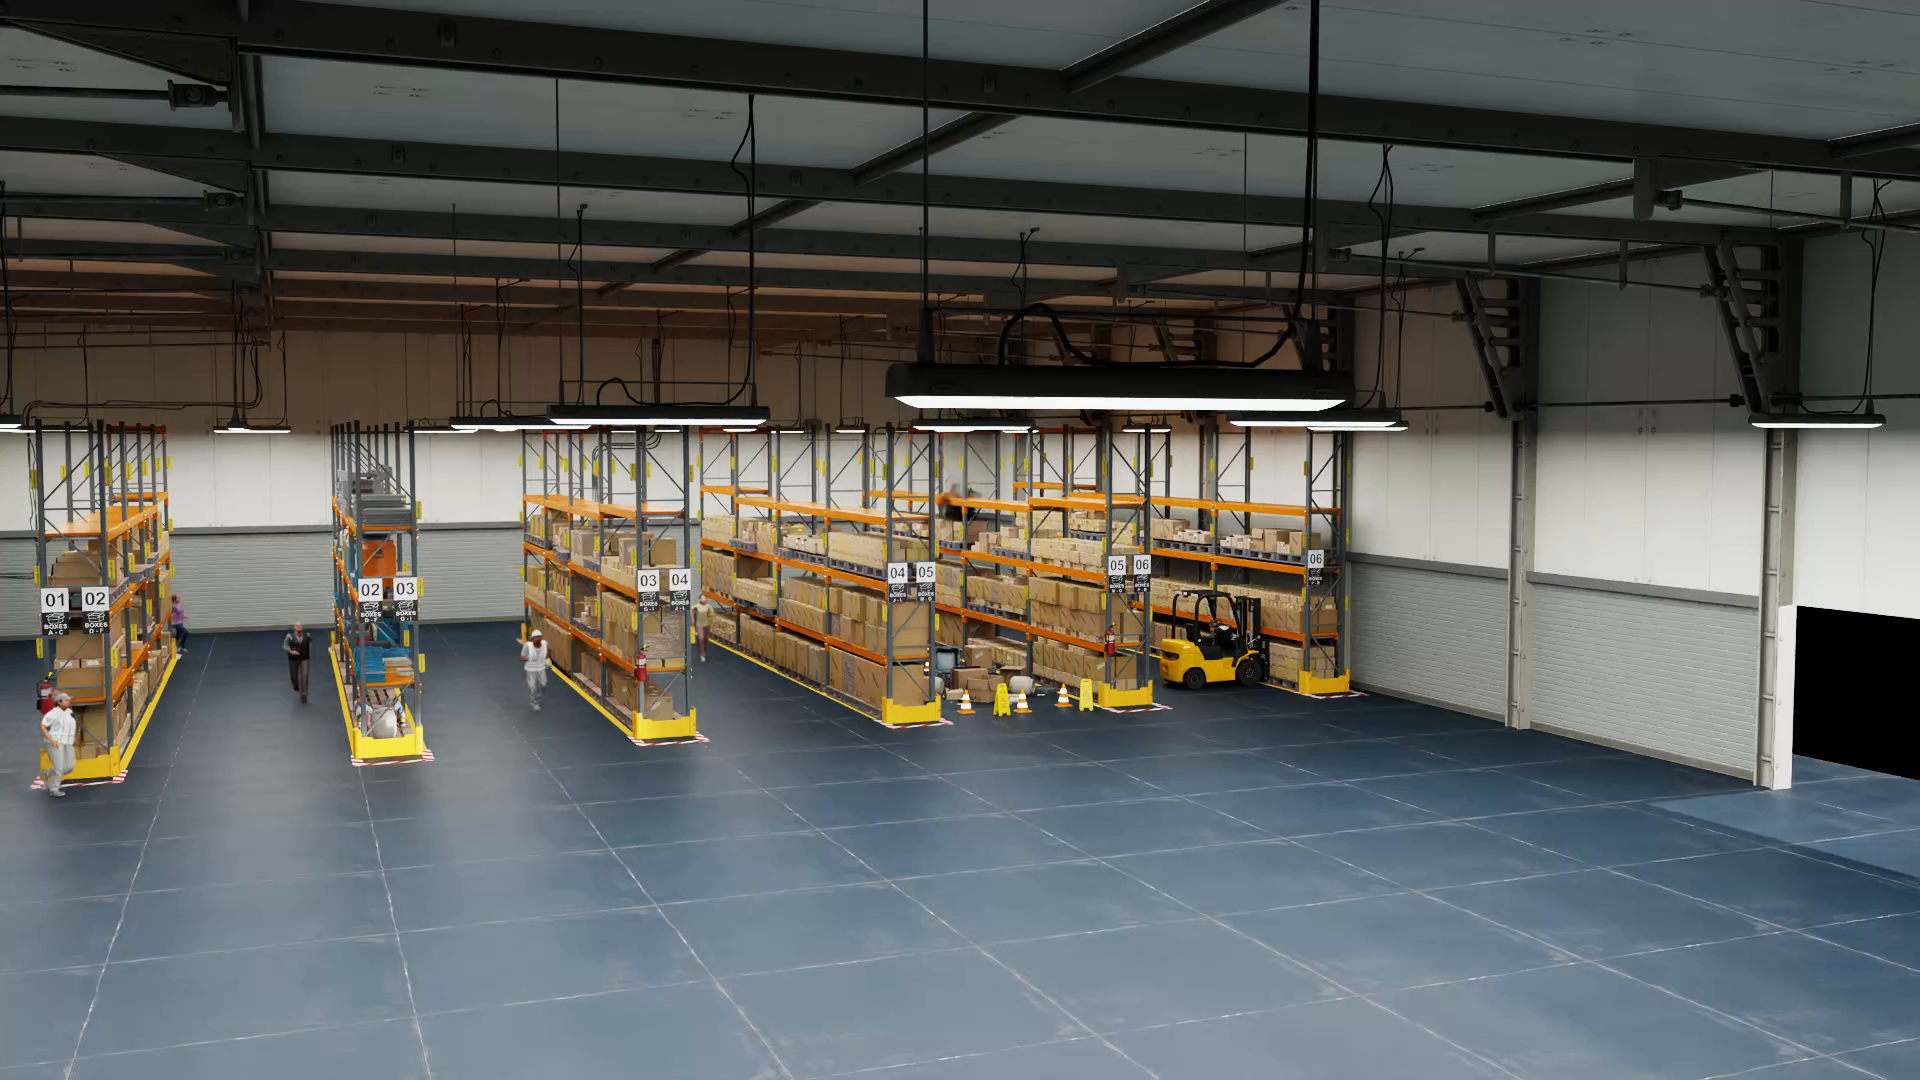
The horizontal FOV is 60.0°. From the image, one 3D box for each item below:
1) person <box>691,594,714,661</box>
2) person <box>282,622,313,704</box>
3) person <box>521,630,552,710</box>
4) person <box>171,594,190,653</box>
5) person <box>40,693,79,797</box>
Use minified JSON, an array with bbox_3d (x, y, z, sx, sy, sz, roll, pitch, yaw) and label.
[{"bbox_3d":[-6.554,2.208,42.444,0.564,1.682,0.907,-1,4,-21],"label":"person"},{"bbox_3d":[-14.344,2.623,36.036,0.628,1.730,1.127,-1,4,-22],"label":"person"},{"bbox_3d":[-8.742,2.705,34.422,0.667,1.707,0.742,-2,4,-23],"label":"person"},{"bbox_3d":[-20.599,2.217,43.751,0.622,1.577,0.606,0,4,0],"label":"person"},{"bbox_3d":[-14.436,3.259,26.629,0.564,1.609,0.650,1,4,16],"label":"person"}]
